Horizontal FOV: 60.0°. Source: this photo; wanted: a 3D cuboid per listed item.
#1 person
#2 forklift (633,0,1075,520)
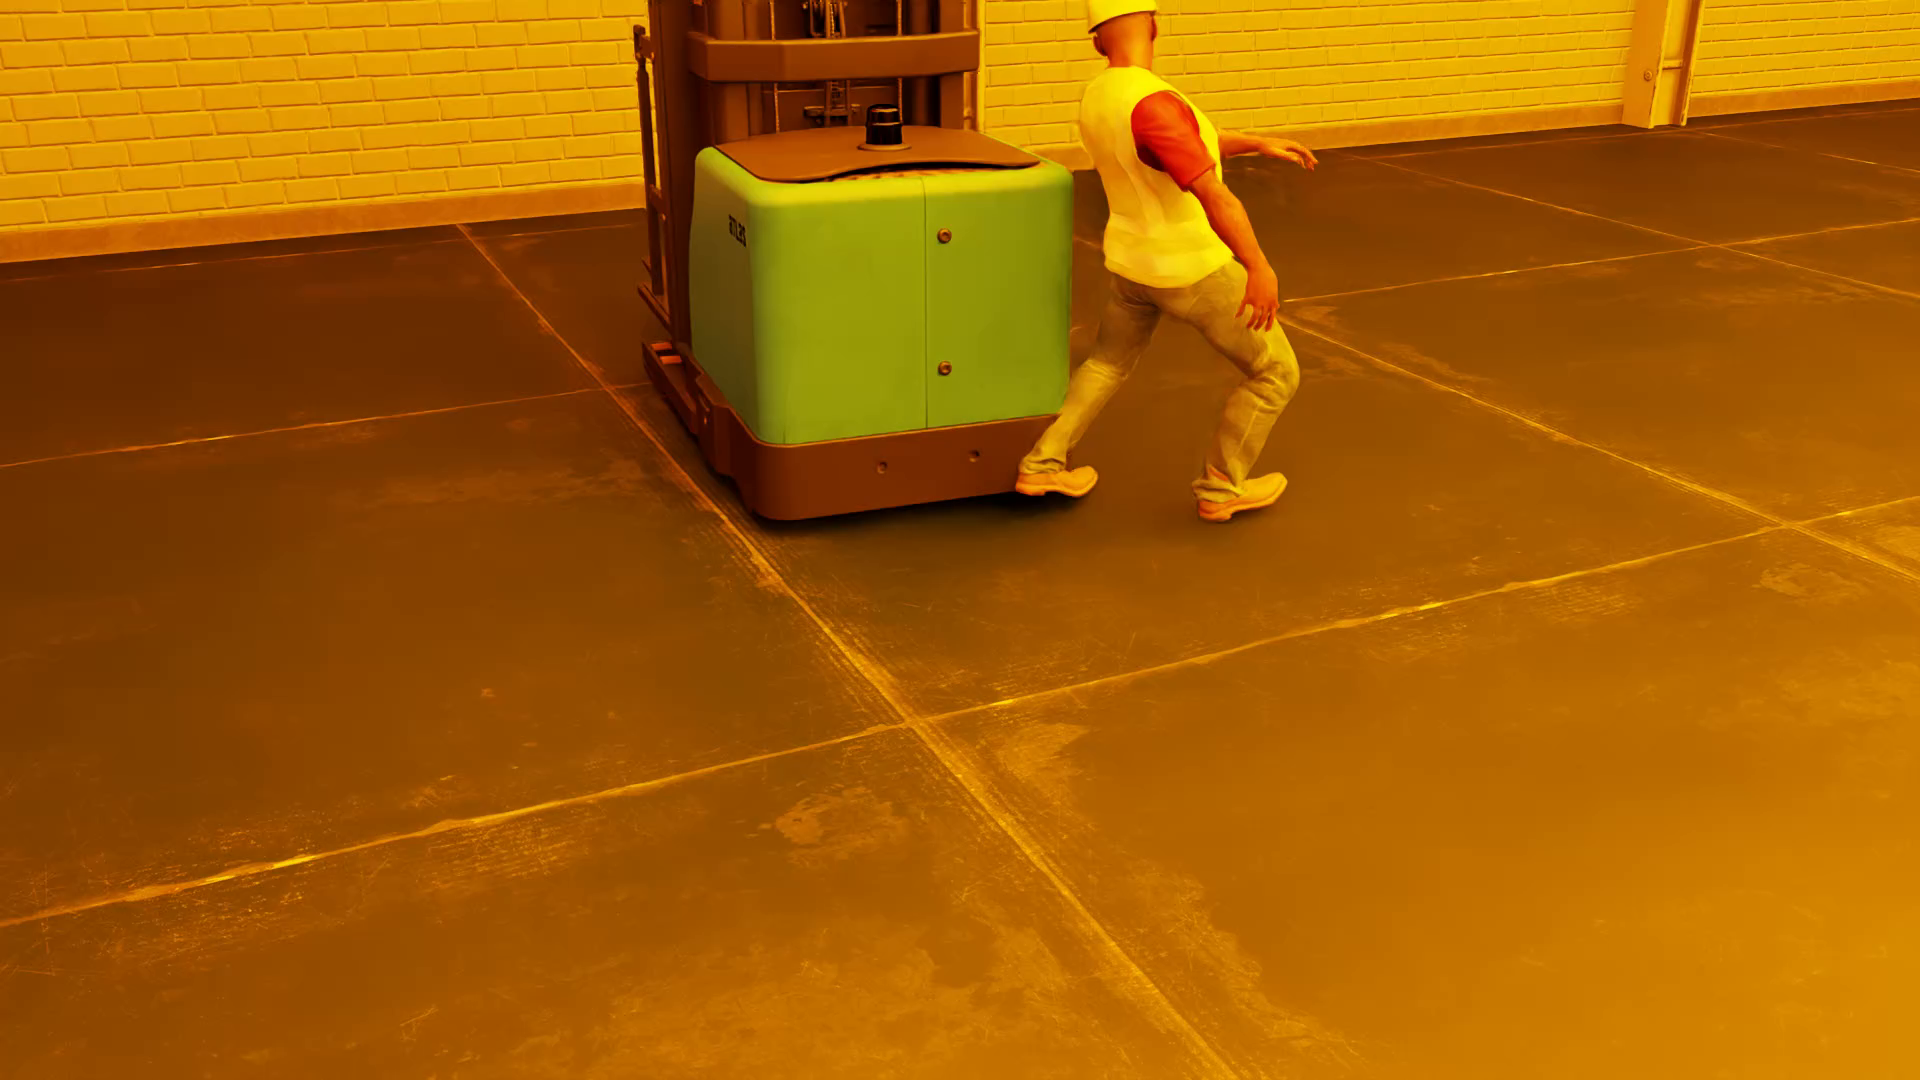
[{"bbox_3d":[0.694,-0.833,4.993,0.850,1.634,0.799,-14,27,-31],"label":"person"},{"bbox_3d":[-0.619,-1.949,5.978,1.130,2.935,3.031,-8,24,-19],"label":"forklift"}]
